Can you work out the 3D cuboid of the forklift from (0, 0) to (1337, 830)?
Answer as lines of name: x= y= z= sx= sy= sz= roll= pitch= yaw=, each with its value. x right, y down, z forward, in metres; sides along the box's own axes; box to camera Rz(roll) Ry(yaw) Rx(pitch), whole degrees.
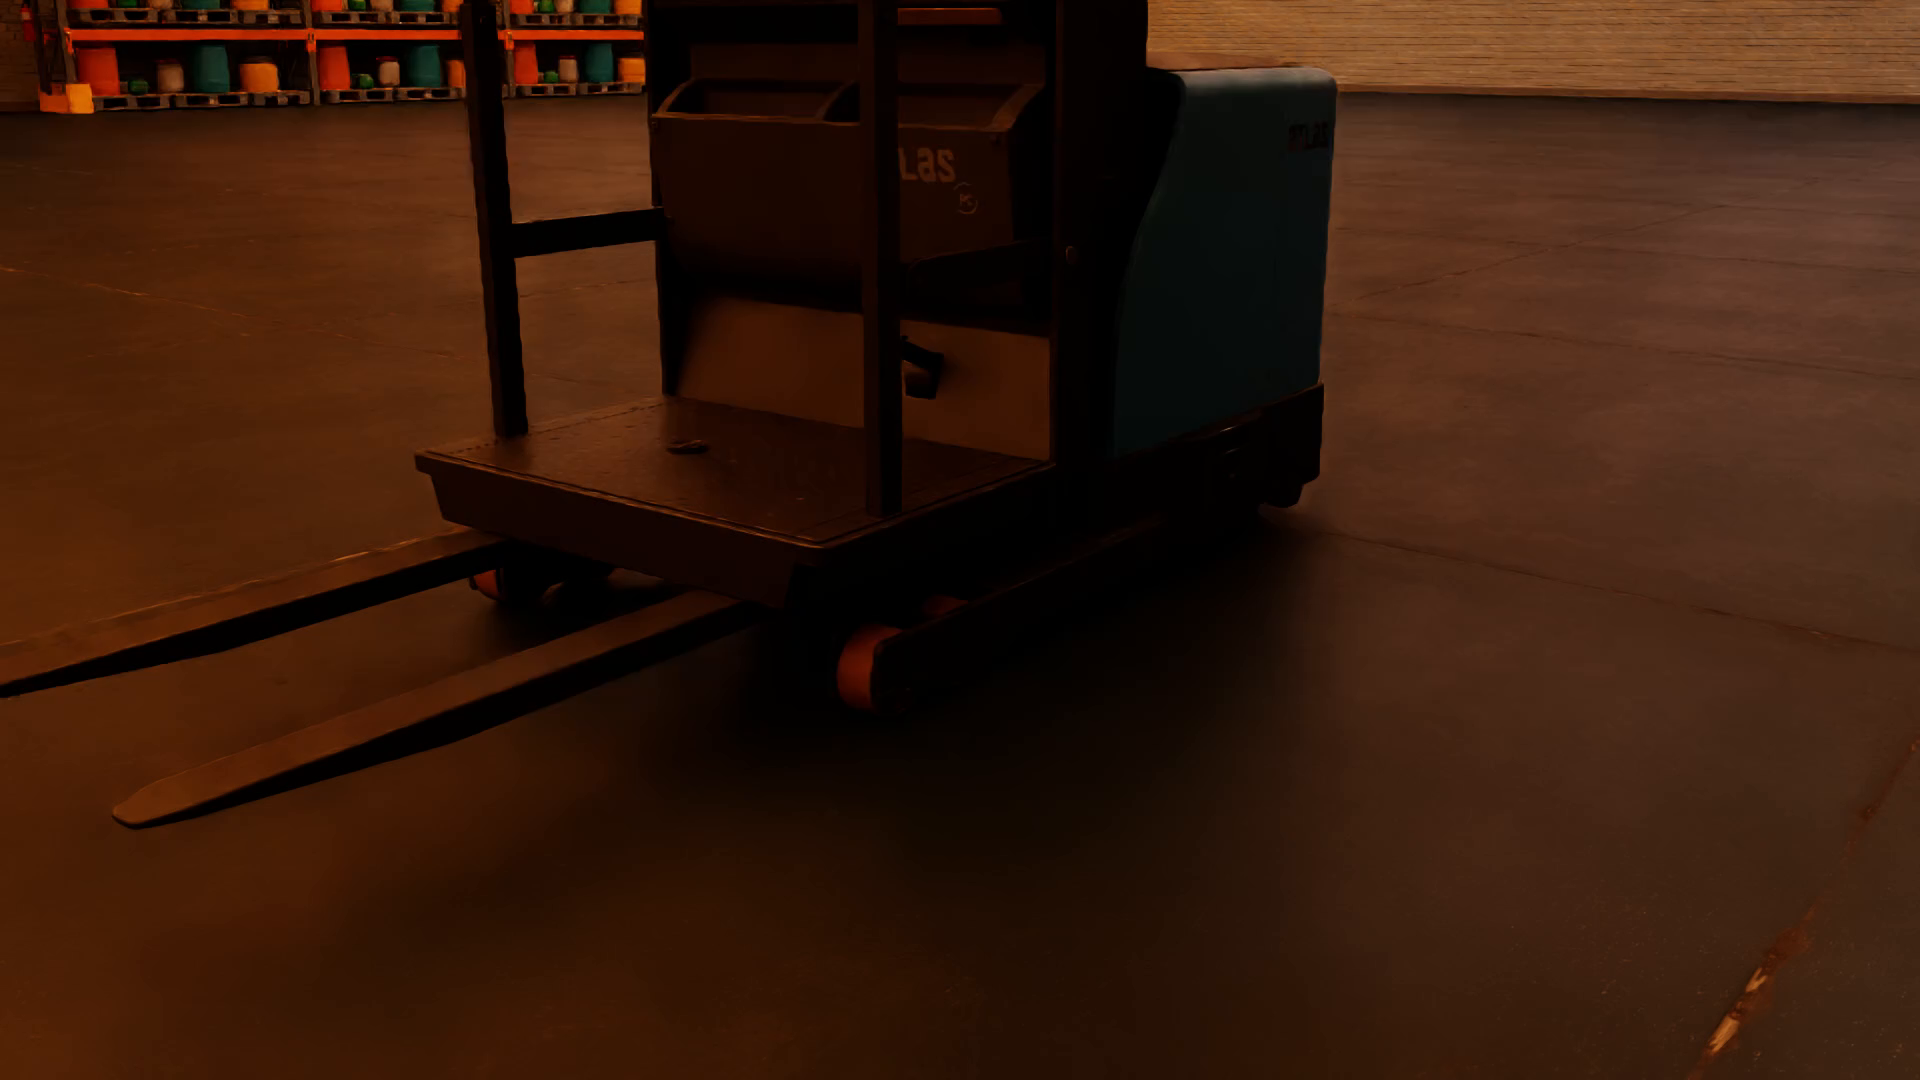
forklift: x=-0.368 y=-1.251 z=3.016 sx=1.130 sy=2.935 sz=3.031 roll=12 pitch=21 yaw=35
